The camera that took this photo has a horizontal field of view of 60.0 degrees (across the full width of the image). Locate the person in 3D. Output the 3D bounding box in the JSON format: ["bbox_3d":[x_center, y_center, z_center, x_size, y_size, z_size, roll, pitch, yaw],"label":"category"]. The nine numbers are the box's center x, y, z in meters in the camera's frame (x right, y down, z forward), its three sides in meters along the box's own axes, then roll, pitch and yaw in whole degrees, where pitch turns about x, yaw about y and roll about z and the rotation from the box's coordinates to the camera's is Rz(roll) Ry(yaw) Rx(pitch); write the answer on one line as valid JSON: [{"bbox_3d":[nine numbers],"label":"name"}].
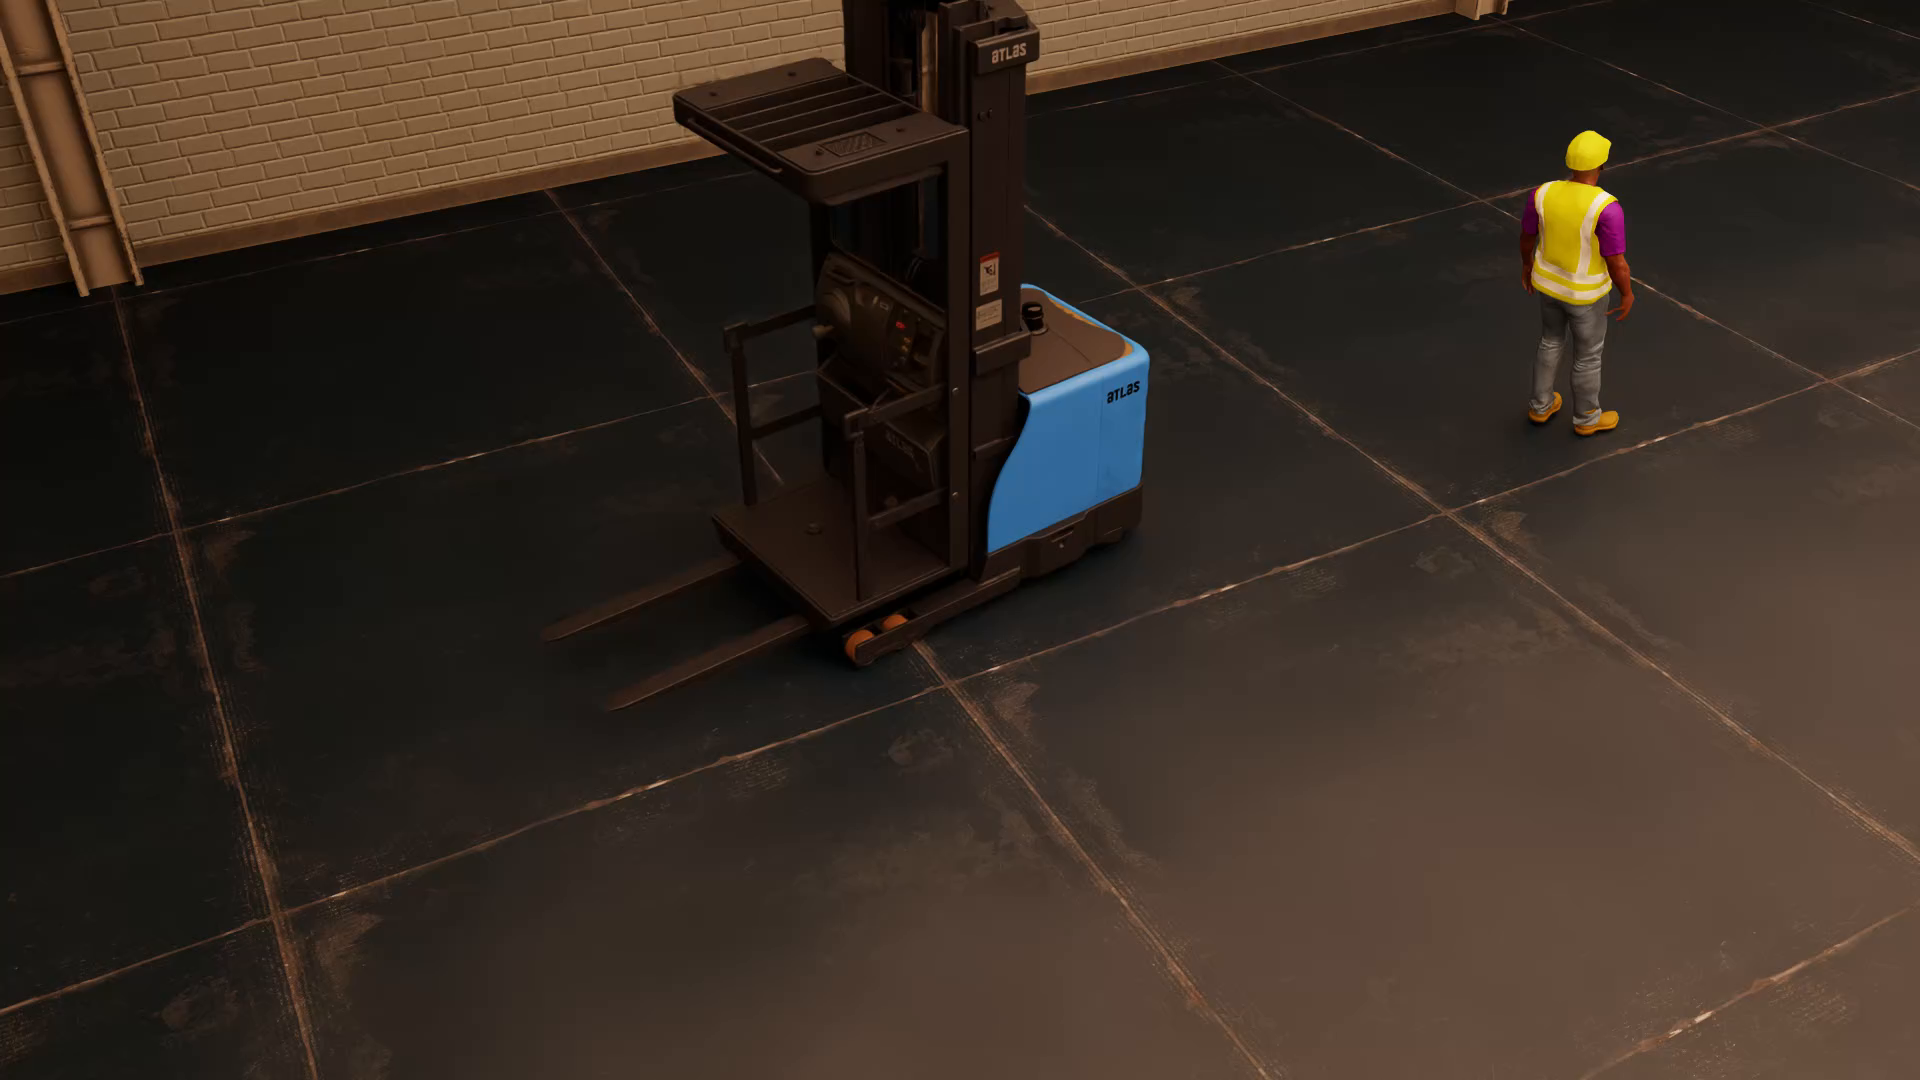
[{"bbox_3d":[3.396,-1.420,9.127,0.588,1.762,0.665,-27,43,-32],"label":"person"}]

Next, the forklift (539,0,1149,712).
[{"bbox_3d":[-0.535,-0.952,7.470,3.031,2.935,1.130,-24,42,-30],"label":"forklift"}]
